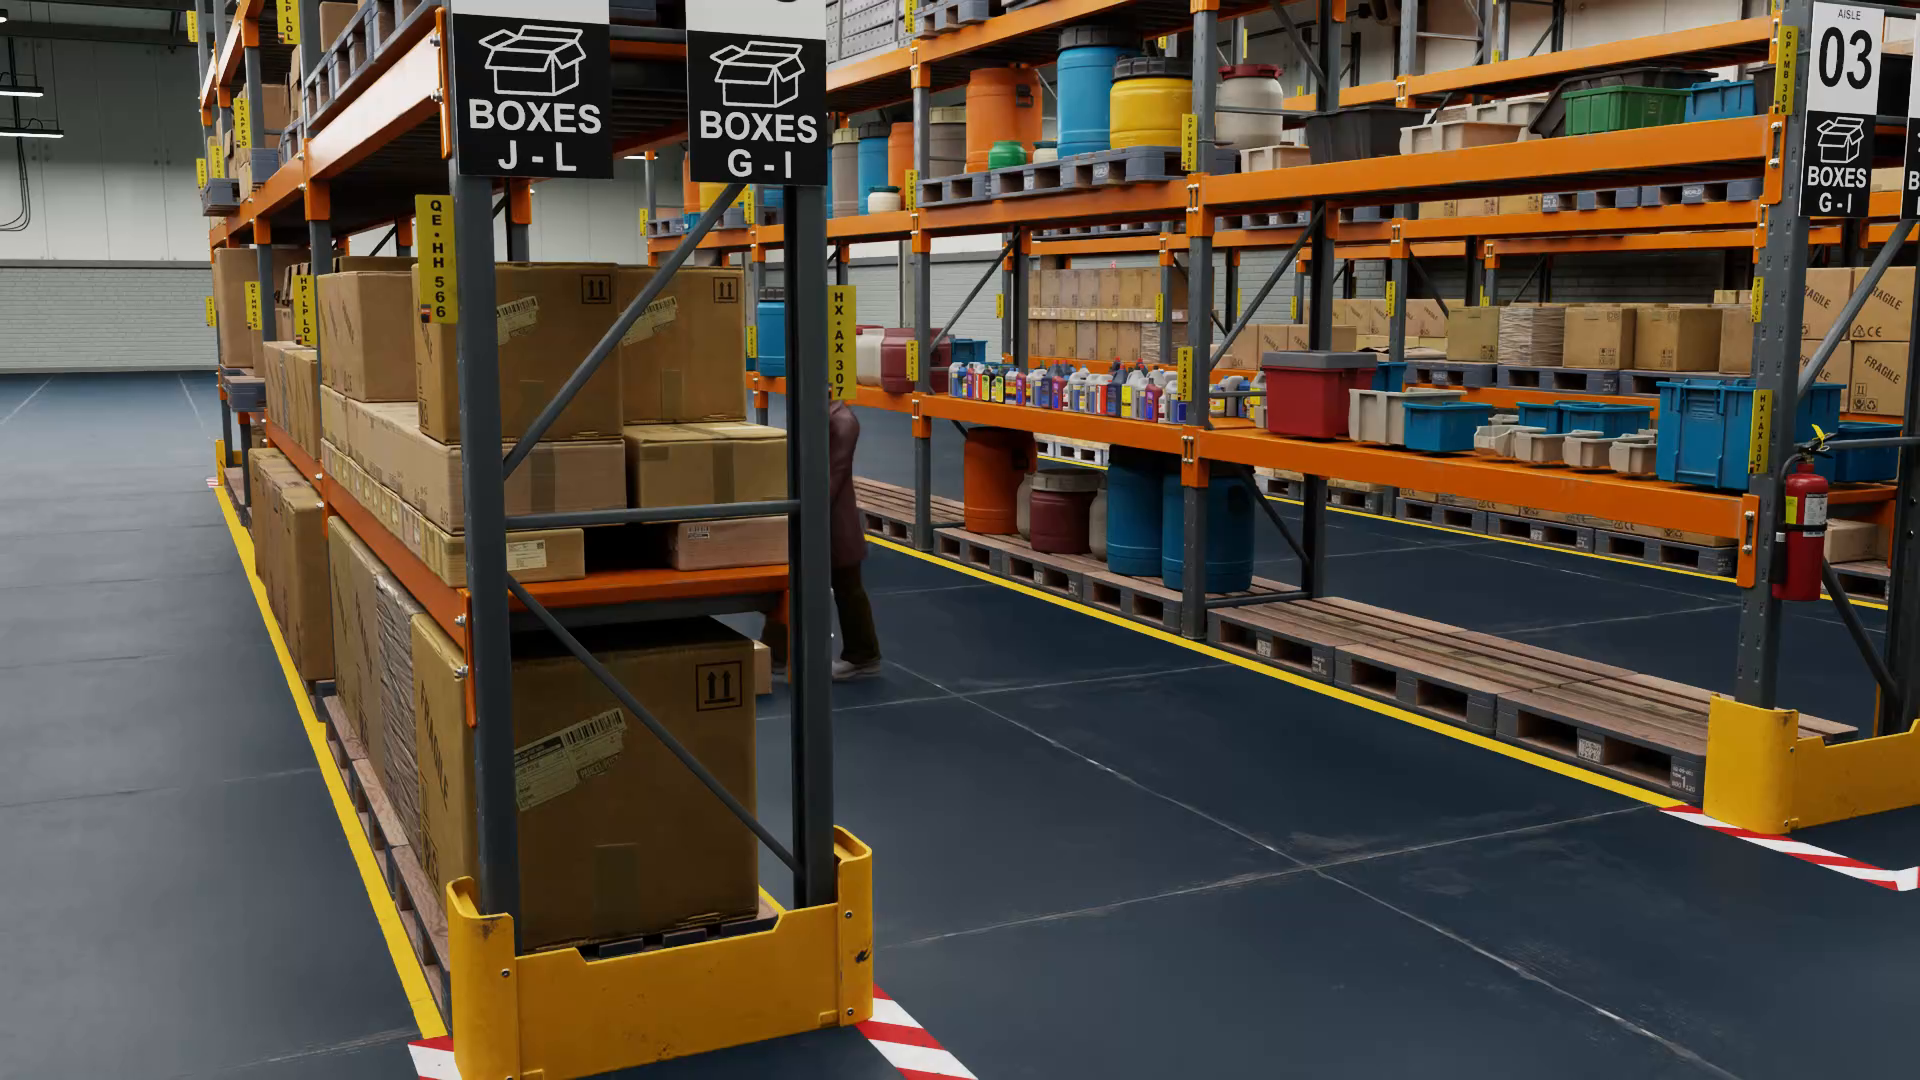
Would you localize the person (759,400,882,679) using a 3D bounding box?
[{"bbox_3d":[-0.831,-0.054,9.000,0.858,1.665,0.597,-4,9,-26],"label":"person"}]
